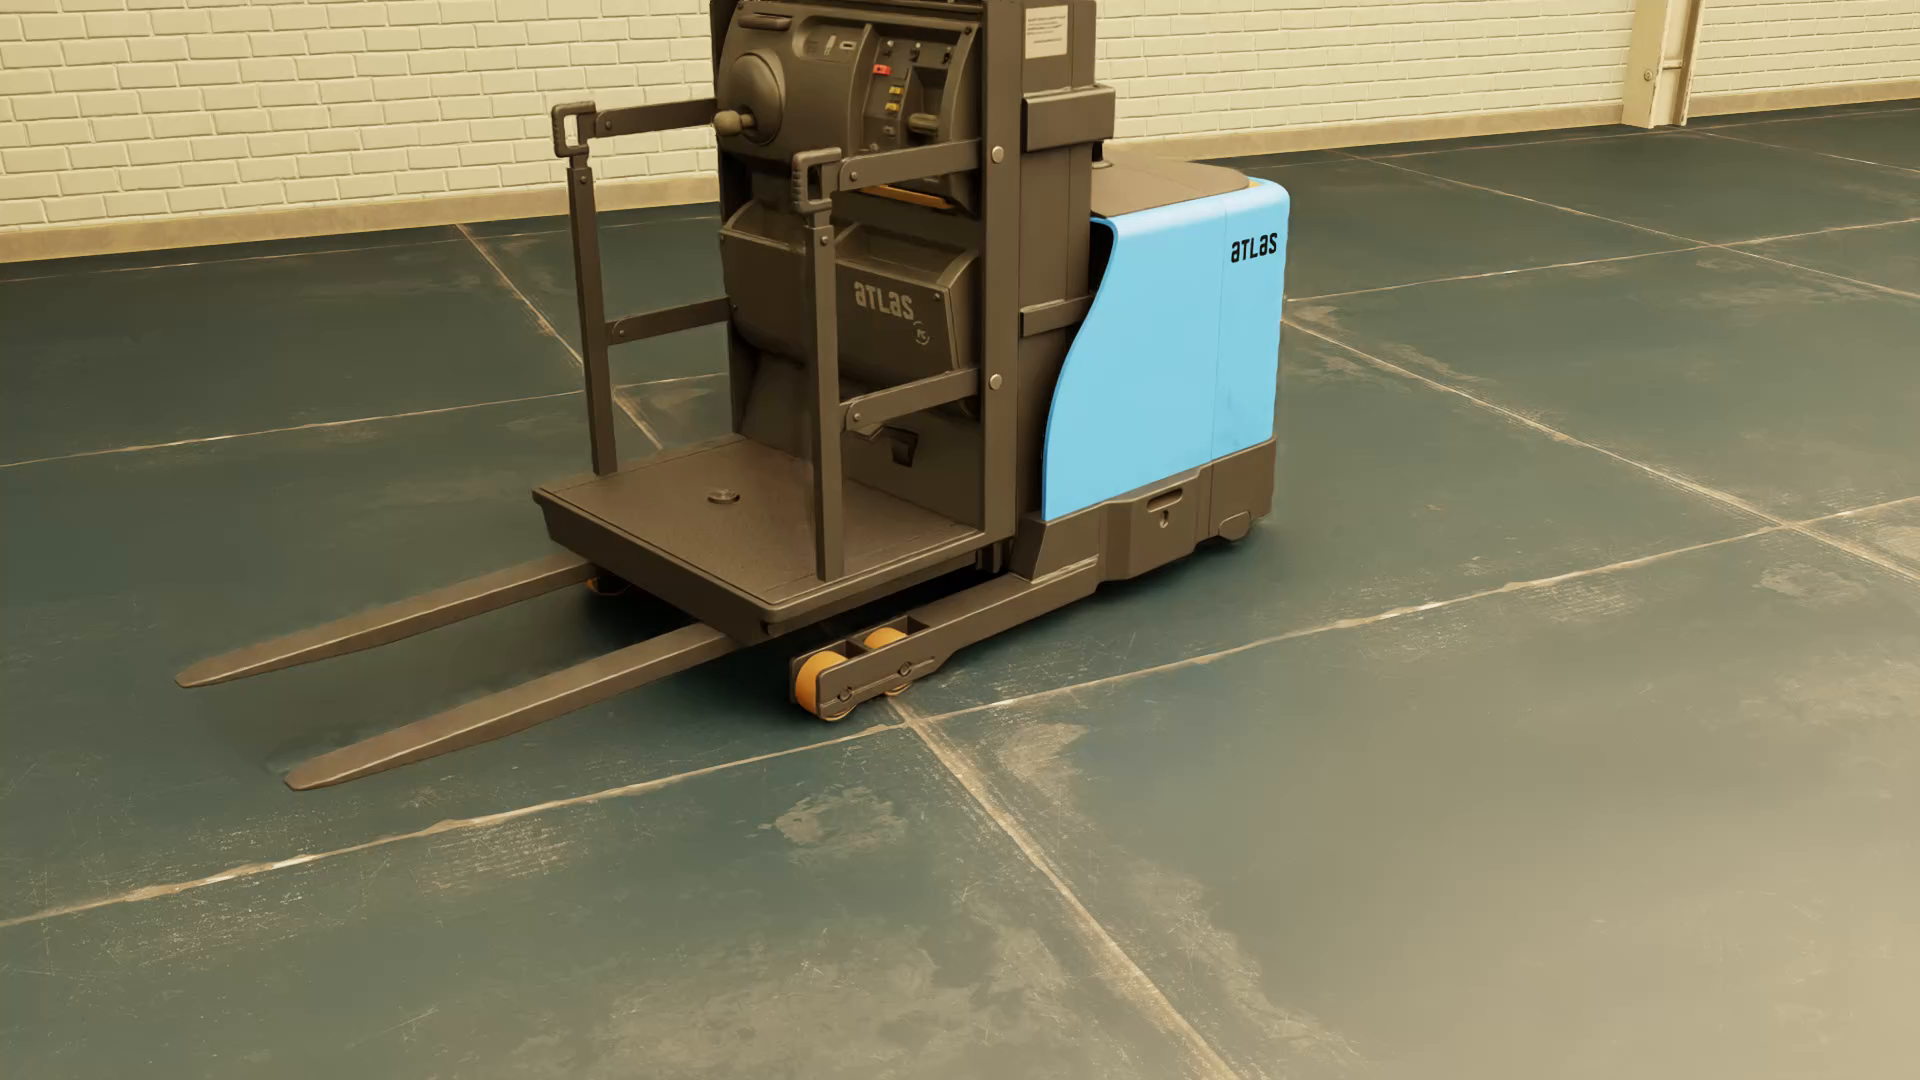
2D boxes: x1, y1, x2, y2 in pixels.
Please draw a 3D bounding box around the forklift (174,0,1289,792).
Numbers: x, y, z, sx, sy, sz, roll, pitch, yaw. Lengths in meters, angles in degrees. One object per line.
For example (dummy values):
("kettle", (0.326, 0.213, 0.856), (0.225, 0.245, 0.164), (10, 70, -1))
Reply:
("forklift", (-0.454, -1.138, 4.027), (3.031, 2.935, 1.130), (-20, 30, -39))
